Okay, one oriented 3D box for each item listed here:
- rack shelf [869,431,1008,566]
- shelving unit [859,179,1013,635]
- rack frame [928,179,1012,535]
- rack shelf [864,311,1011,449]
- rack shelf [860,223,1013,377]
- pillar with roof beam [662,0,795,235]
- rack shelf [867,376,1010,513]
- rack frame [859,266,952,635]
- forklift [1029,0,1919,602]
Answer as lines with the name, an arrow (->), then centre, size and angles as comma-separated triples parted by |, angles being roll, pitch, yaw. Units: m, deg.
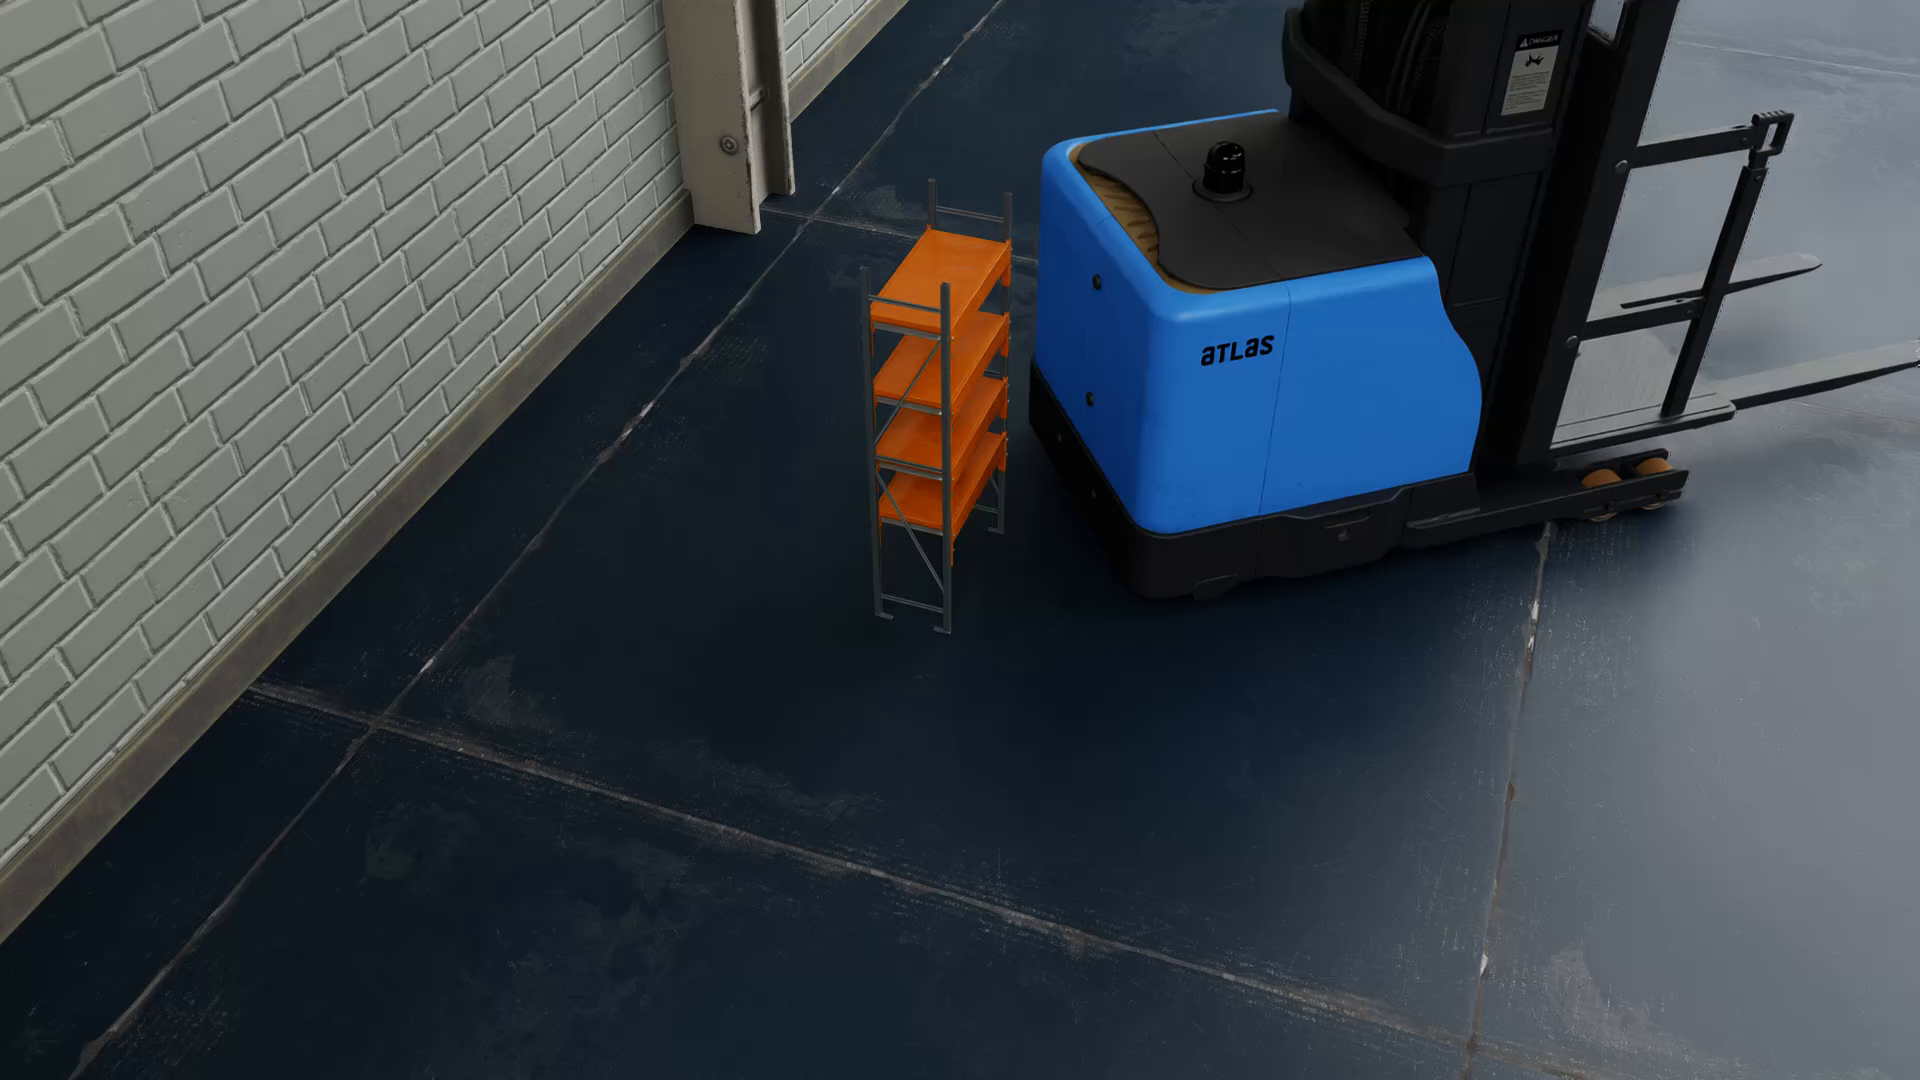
rack shelf -> -0.057, -0.153, 4.915 | 0.258, 0.148, 0.480 | 13, 42, 15
shelving unit -> -0.057, -0.355, 4.742 | 0.258, 1.200, 0.503 | 13, 42, 15
rack frame -> 0.027, -0.504, 4.917 | 0.240, 1.200, 0.015 | 13, 42, 15
rack shelf -> -0.057, -0.474, 4.641 | 0.258, 0.148, 0.480 | 13, 42, 15
rack shelf -> -0.057, -0.654, 4.487 | 0.258, 0.148, 0.480 | 13, 42, 15
pillar with roof beam -> 3.145, -3.851, 2.830 | 9.100, 9.000, 0.400 | 13, 42, 15
rack shelf -> -0.057, -0.304, 4.786 | 0.258, 0.148, 0.480 | 13, 42, 15
rack frame -> -0.140, -0.207, 4.568 | 0.240, 1.200, 0.015 | 13, 42, 15
forklift -> 1.807, -1.491, 4.739 | 3.031, 2.935, 1.130 | -12, 42, -13
